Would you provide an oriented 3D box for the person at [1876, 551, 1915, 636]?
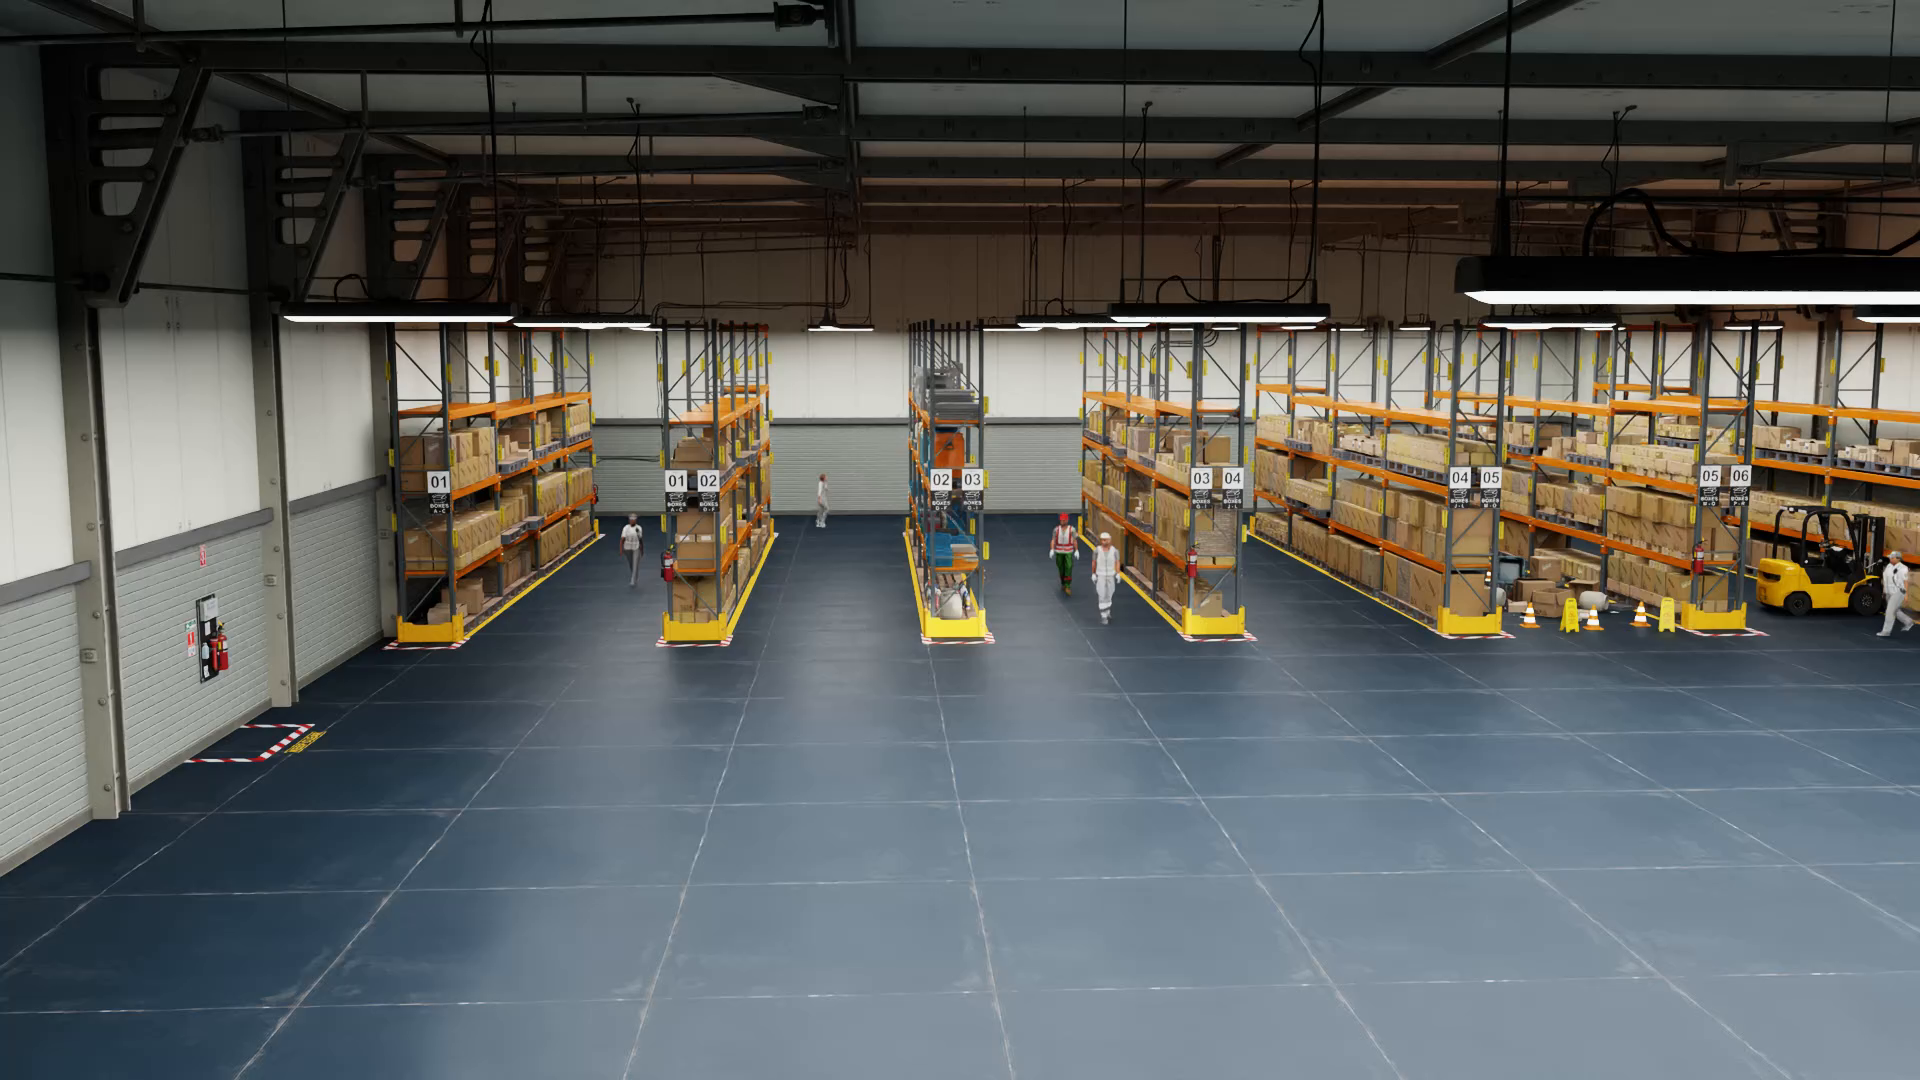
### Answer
[{"bbox_3d":[17.845,1.003,31.646,0.916,1.621,0.498,-1,7,-11],"label":"person"}]

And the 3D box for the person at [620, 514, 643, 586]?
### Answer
[{"bbox_3d":[-7.496,0.210,37.888,0.458,1.626,0.979,0,7,2],"label":"person"}]

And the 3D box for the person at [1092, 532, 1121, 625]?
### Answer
[{"bbox_3d":[2.924,0.759,33.191,0.551,1.829,0.746,0,7,-2],"label":"person"}]

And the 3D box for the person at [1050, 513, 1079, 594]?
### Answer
[{"bbox_3d":[2.307,0.275,36.922,0.629,1.731,0.978,2,7,13],"label":"person"}]

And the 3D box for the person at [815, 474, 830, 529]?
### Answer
[{"bbox_3d":[-4.078,-1.154,49.362,0.448,1.611,0.426,0,7,-2],"label":"person"}]
